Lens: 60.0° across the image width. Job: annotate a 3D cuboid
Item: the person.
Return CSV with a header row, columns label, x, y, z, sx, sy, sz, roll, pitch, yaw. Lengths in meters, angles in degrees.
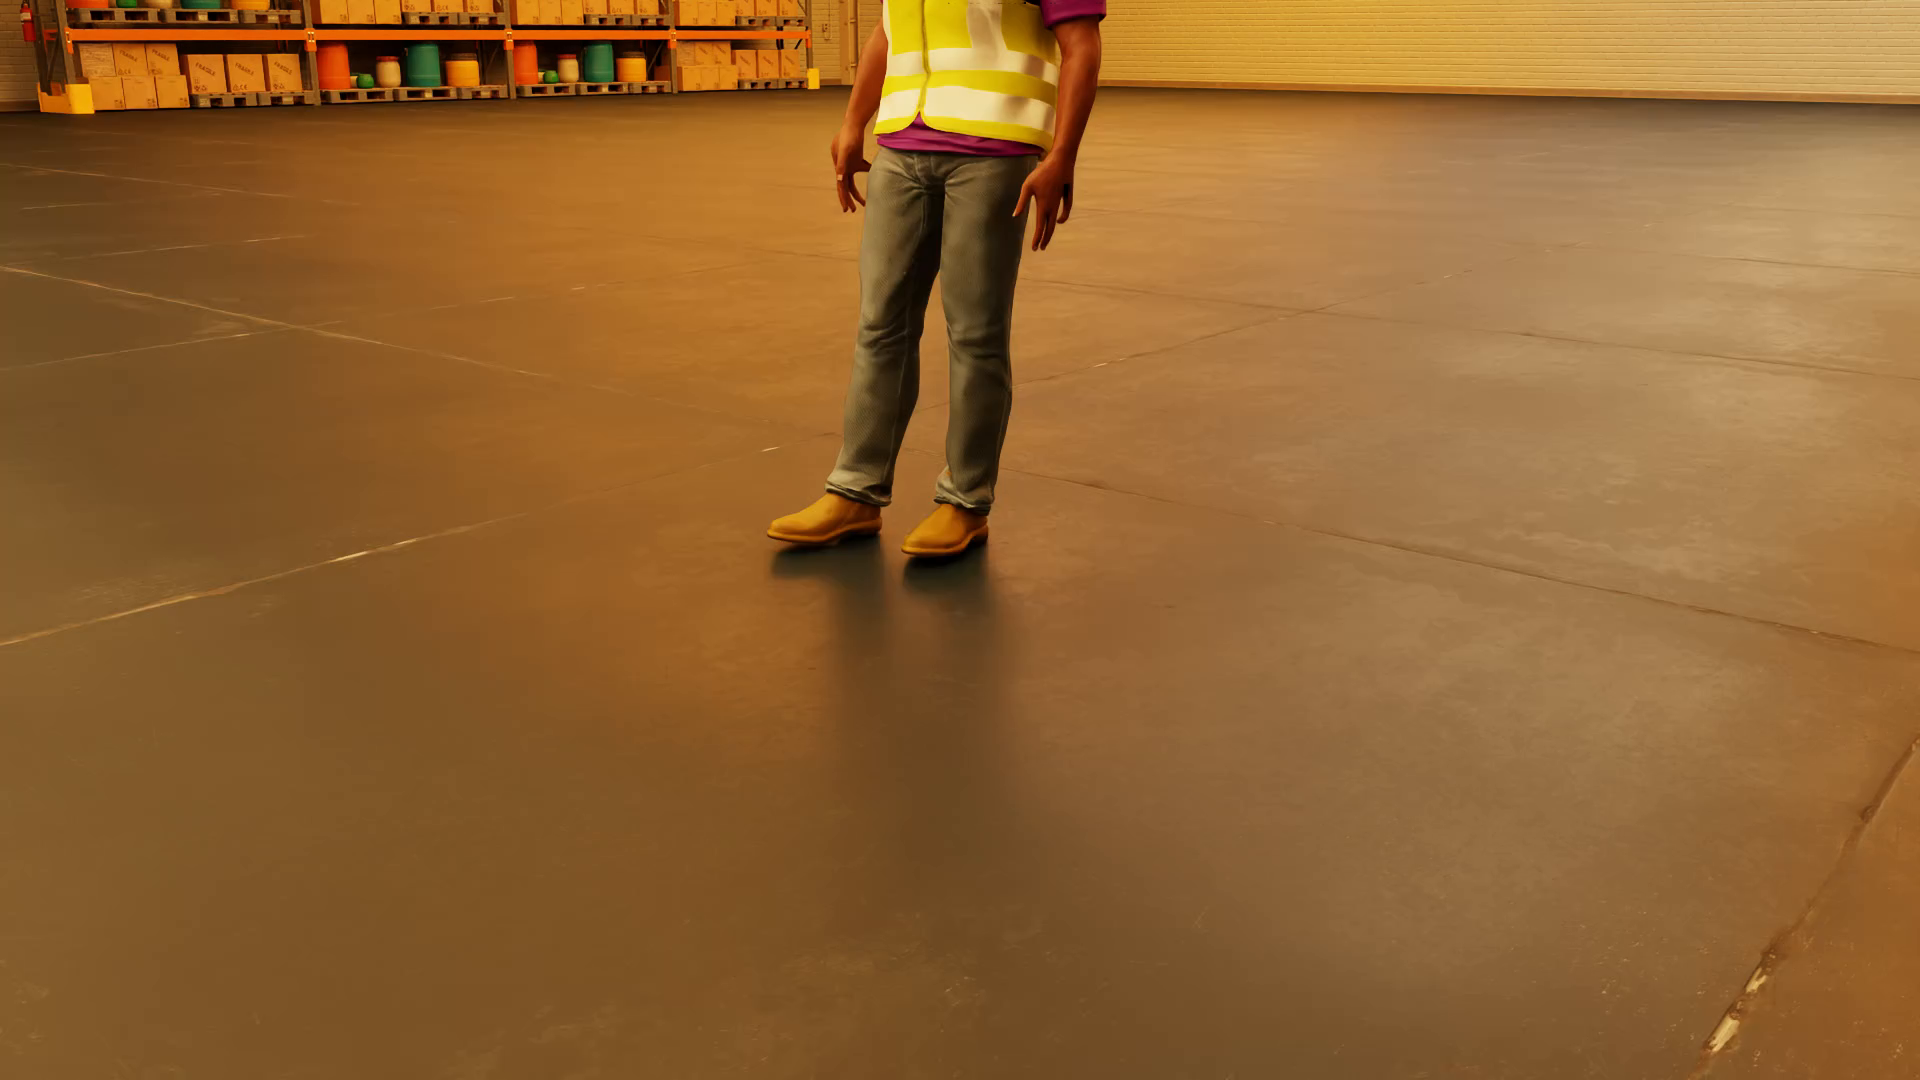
label,x,y,z,sx,sy,sz,roll,pitch,yaw
person,-0.048,-0.837,3.635,0.666,1.766,0.576,13,21,37
